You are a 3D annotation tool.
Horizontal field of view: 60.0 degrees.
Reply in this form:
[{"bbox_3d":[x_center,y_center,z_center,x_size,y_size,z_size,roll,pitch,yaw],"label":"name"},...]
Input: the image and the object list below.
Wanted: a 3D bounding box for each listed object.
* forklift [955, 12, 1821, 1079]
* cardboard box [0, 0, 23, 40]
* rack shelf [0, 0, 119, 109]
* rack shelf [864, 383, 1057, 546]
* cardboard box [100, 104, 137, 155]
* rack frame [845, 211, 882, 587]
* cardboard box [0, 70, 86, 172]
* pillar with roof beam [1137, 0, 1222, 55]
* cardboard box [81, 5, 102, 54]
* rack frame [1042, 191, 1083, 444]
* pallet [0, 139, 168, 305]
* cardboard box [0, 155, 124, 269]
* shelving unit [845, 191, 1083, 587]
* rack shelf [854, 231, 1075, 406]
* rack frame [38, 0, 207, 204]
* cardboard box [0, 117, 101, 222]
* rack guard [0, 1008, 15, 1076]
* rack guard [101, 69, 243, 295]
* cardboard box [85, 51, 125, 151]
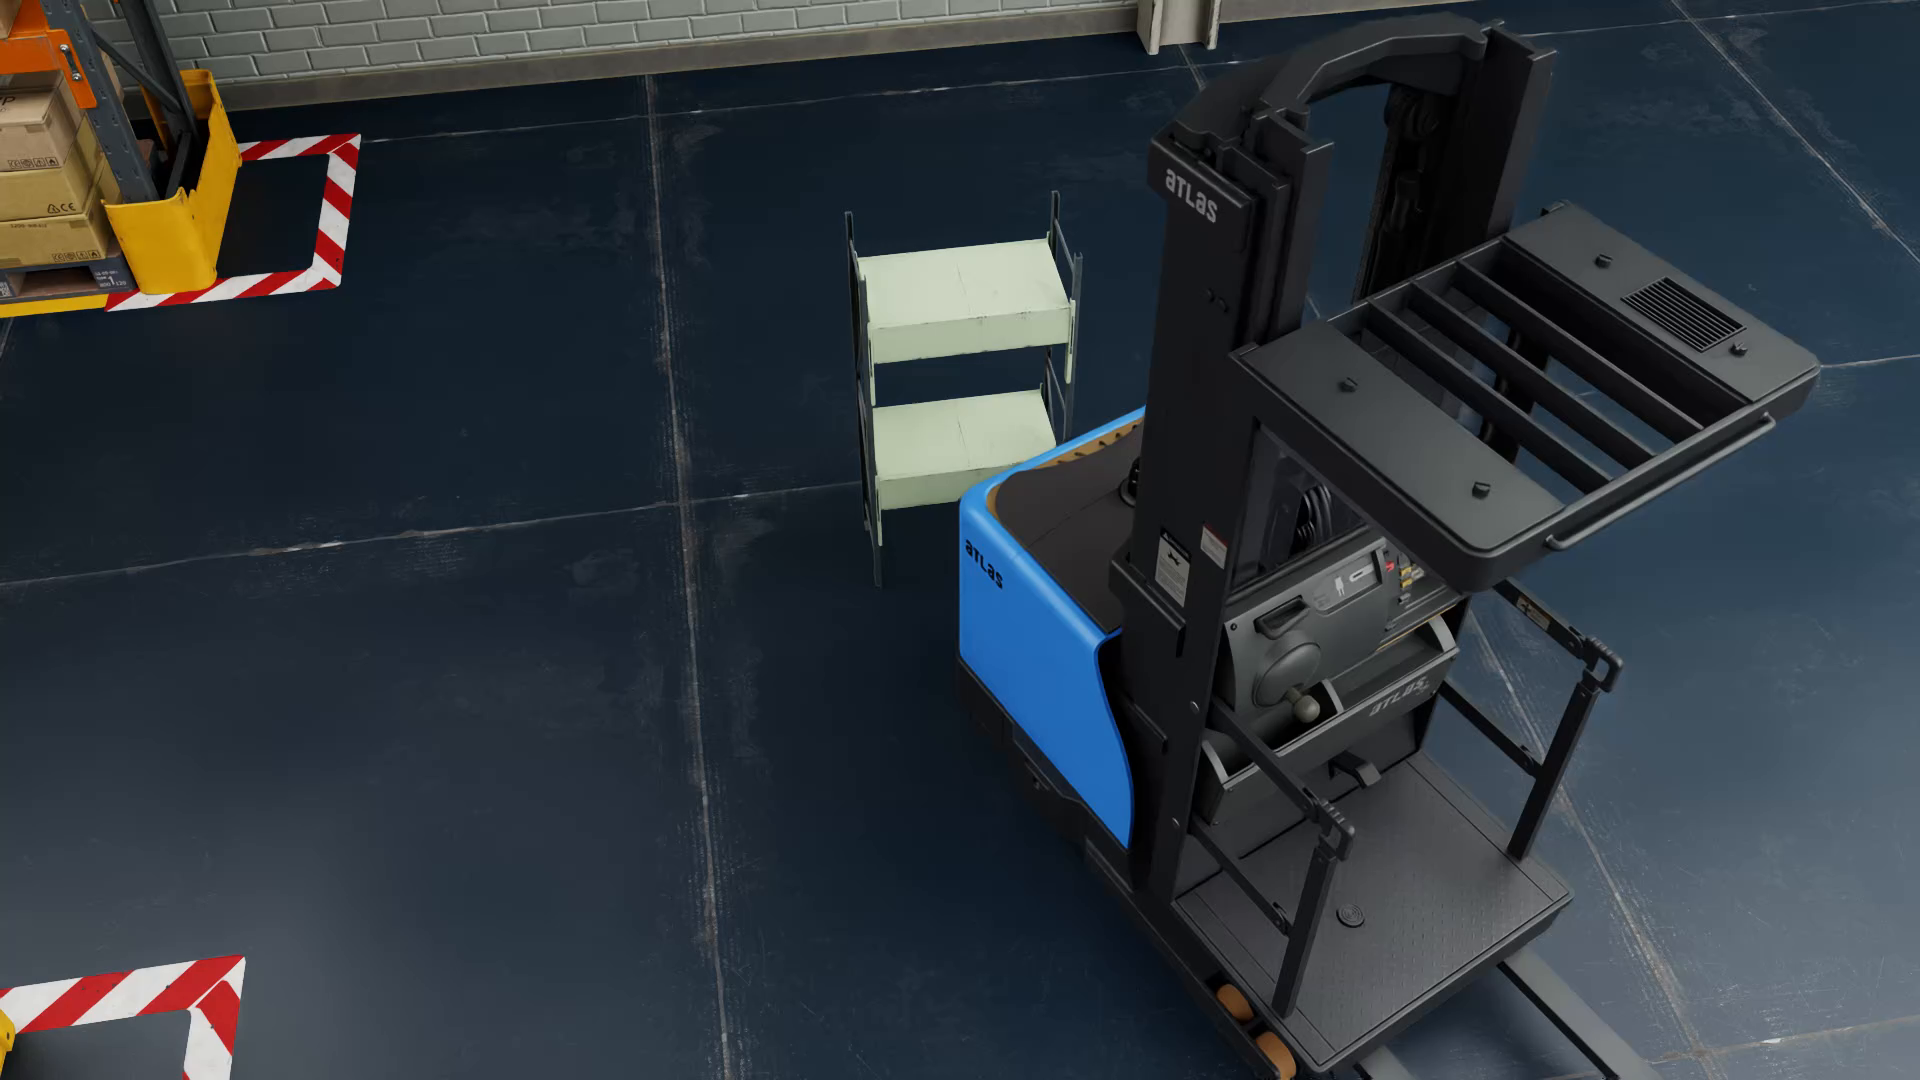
[{"bbox_3d":[1.215,0.265,4.459,1.130,2.935,3.031,-26,51,-23],"label":"forklift"},{"bbox_3d":[-4.279,-2.411,6.921,0.500,0.500,0.500,-8,47,-8],"label":"cardboard box"},{"bbox_3d":[-5.810,-2.128,7.217,4.000,0.370,1.077,-7,46,-7],"label":"rack shelf"},{"bbox_3d":[0.007,-0.295,6.445,0.720,0.370,0.431,-7,46,-7],"label":"rack shelf"},{"bbox_3d":[-4.356,-1.894,8.109,0.500,0.250,0.500,-7,46,-7],"label":"cardboard box"},{"bbox_3d":[-0.354,-0.476,6.167,0.023,1.500,0.400,-7,46,-7],"label":"rack frame"},{"bbox_3d":[-4.239,-1.884,7.406,0.500,0.250,0.500,-6,46,-5],"label":"cardboard box"},{"bbox_3d":[1.968,-2.941,3.335,0.400,9.000,9.100,-7,46,-7],"label":"pillar with roof beam"},{"bbox_3d":[-4.345,-2.237,7.746,0.500,0.250,0.500,-8,47,-7],"label":"cardboard box"},{"bbox_3d":[0.367,-0.566,6.254,0.023,1.500,0.400,-7,46,-7],"label":"rack frame"},{"bbox_3d":[-4.585,-1.532,8.080,1.213,0.211,1.003,-7,46,-7],"label":"pallet"},{"bbox_3d":[-4.248,-1.533,7.762,0.500,0.250,0.500,-7,46,-7],"label":"cardboard box"},{"bbox_3d":[0.007,-0.521,6.211,0.755,1.500,0.431,-7,46,-7],"label":"shelving unit"},{"bbox_3d":[0.007,-0.792,5.930,0.720,0.370,0.431,-7,46,-7],"label":"rack shelf"},{"bbox_3d":[-3.839,-2.623,7.195,0.127,3.000,1.000,-7,46,-7],"label":"rack frame"},{"bbox_3d":[-4.265,-1.707,7.582,0.500,0.250,0.500,-8,47,-7],"label":"cardboard box"},{"bbox_3d":[-3.064,1.775,4.693,0.348,0.500,1.175,-7,46,-7],"label":"rack guard"},{"bbox_3d":[-3.815,-1.759,8.098,0.348,0.500,1.175,-7,46,-7],"label":"rack guard"},{"bbox_3d":[-4.338,-2.078,7.940,0.500,0.250,0.500,-6,46,-6],"label":"cardboard box"}]
